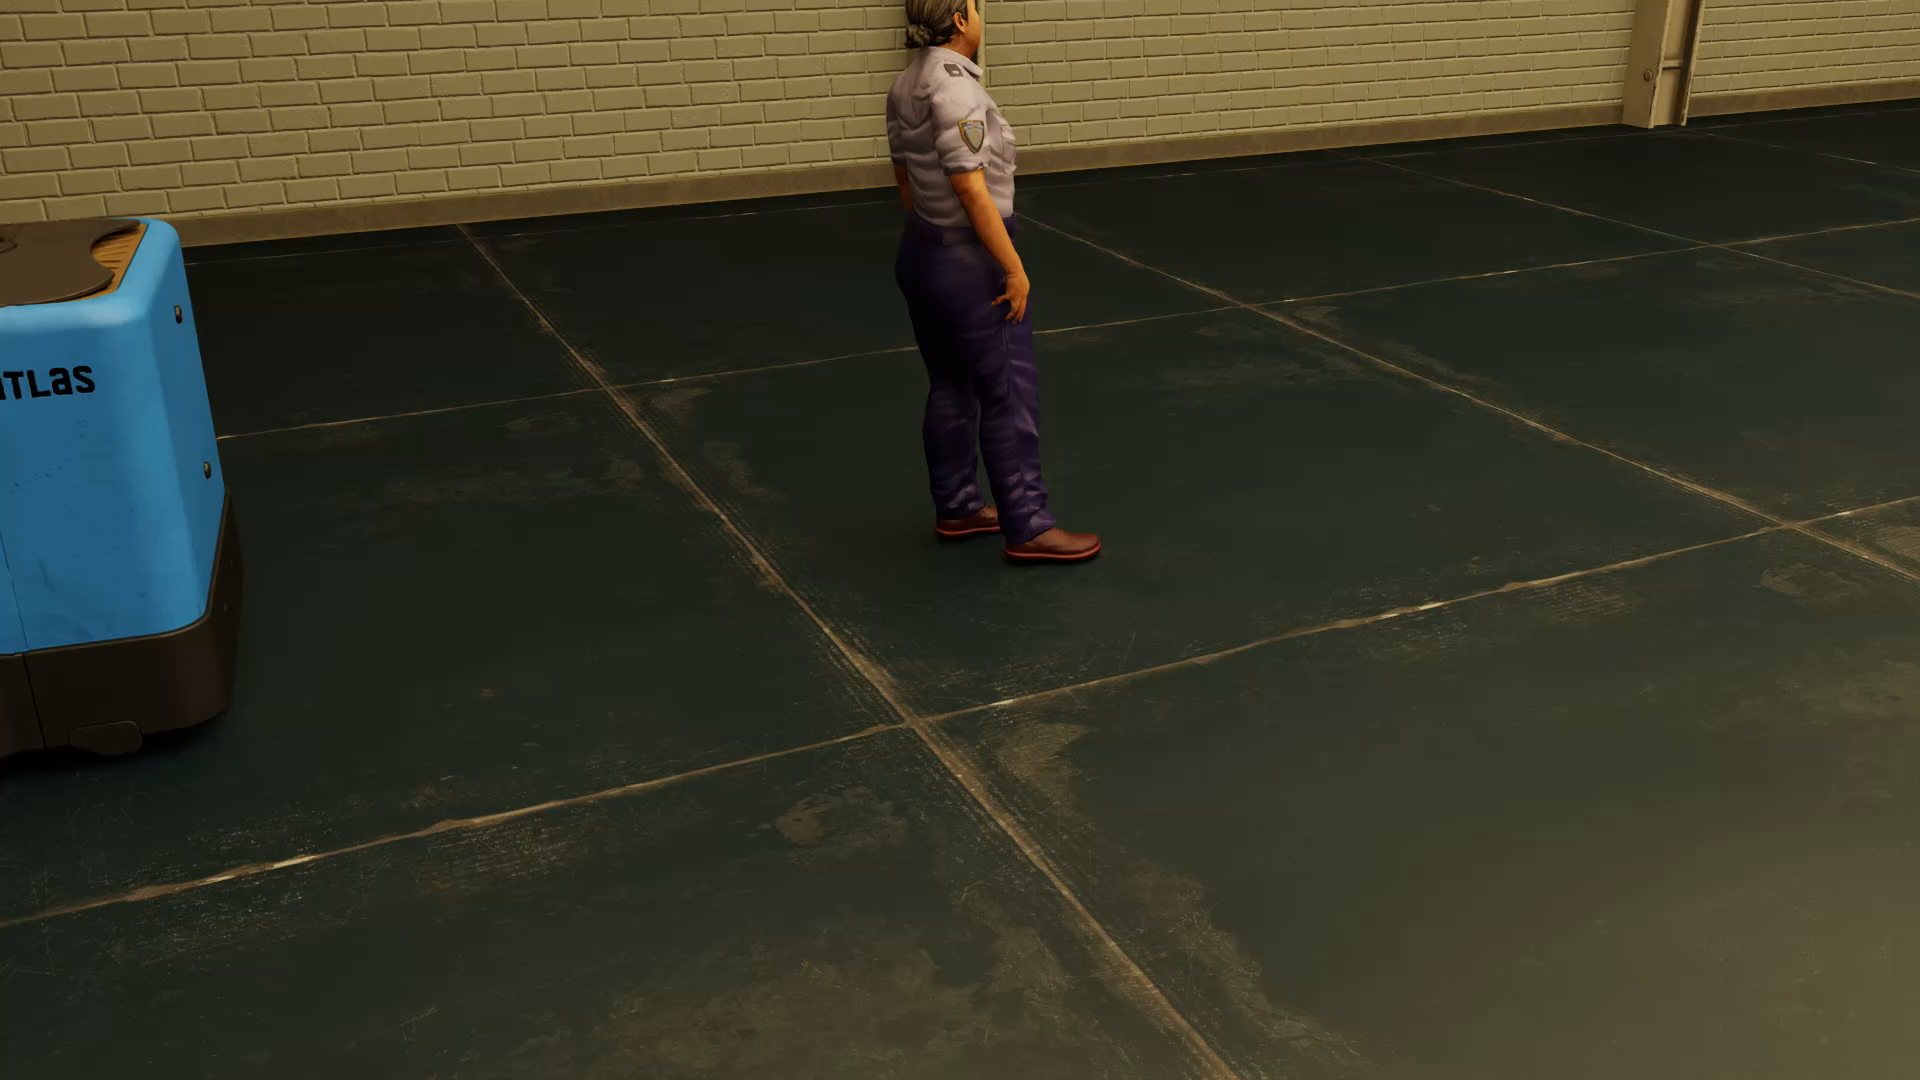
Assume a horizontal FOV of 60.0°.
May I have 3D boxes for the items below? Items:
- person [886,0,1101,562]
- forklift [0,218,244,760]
[{"bbox_3d":[0.090,-0.775,4.804,0.503,1.650,0.599,-10,25,-23],"label":"person"},{"bbox_3d":[-3.322,-0.859,3.353,3.031,2.935,1.130,-8,24,-18],"label":"forklift"}]
